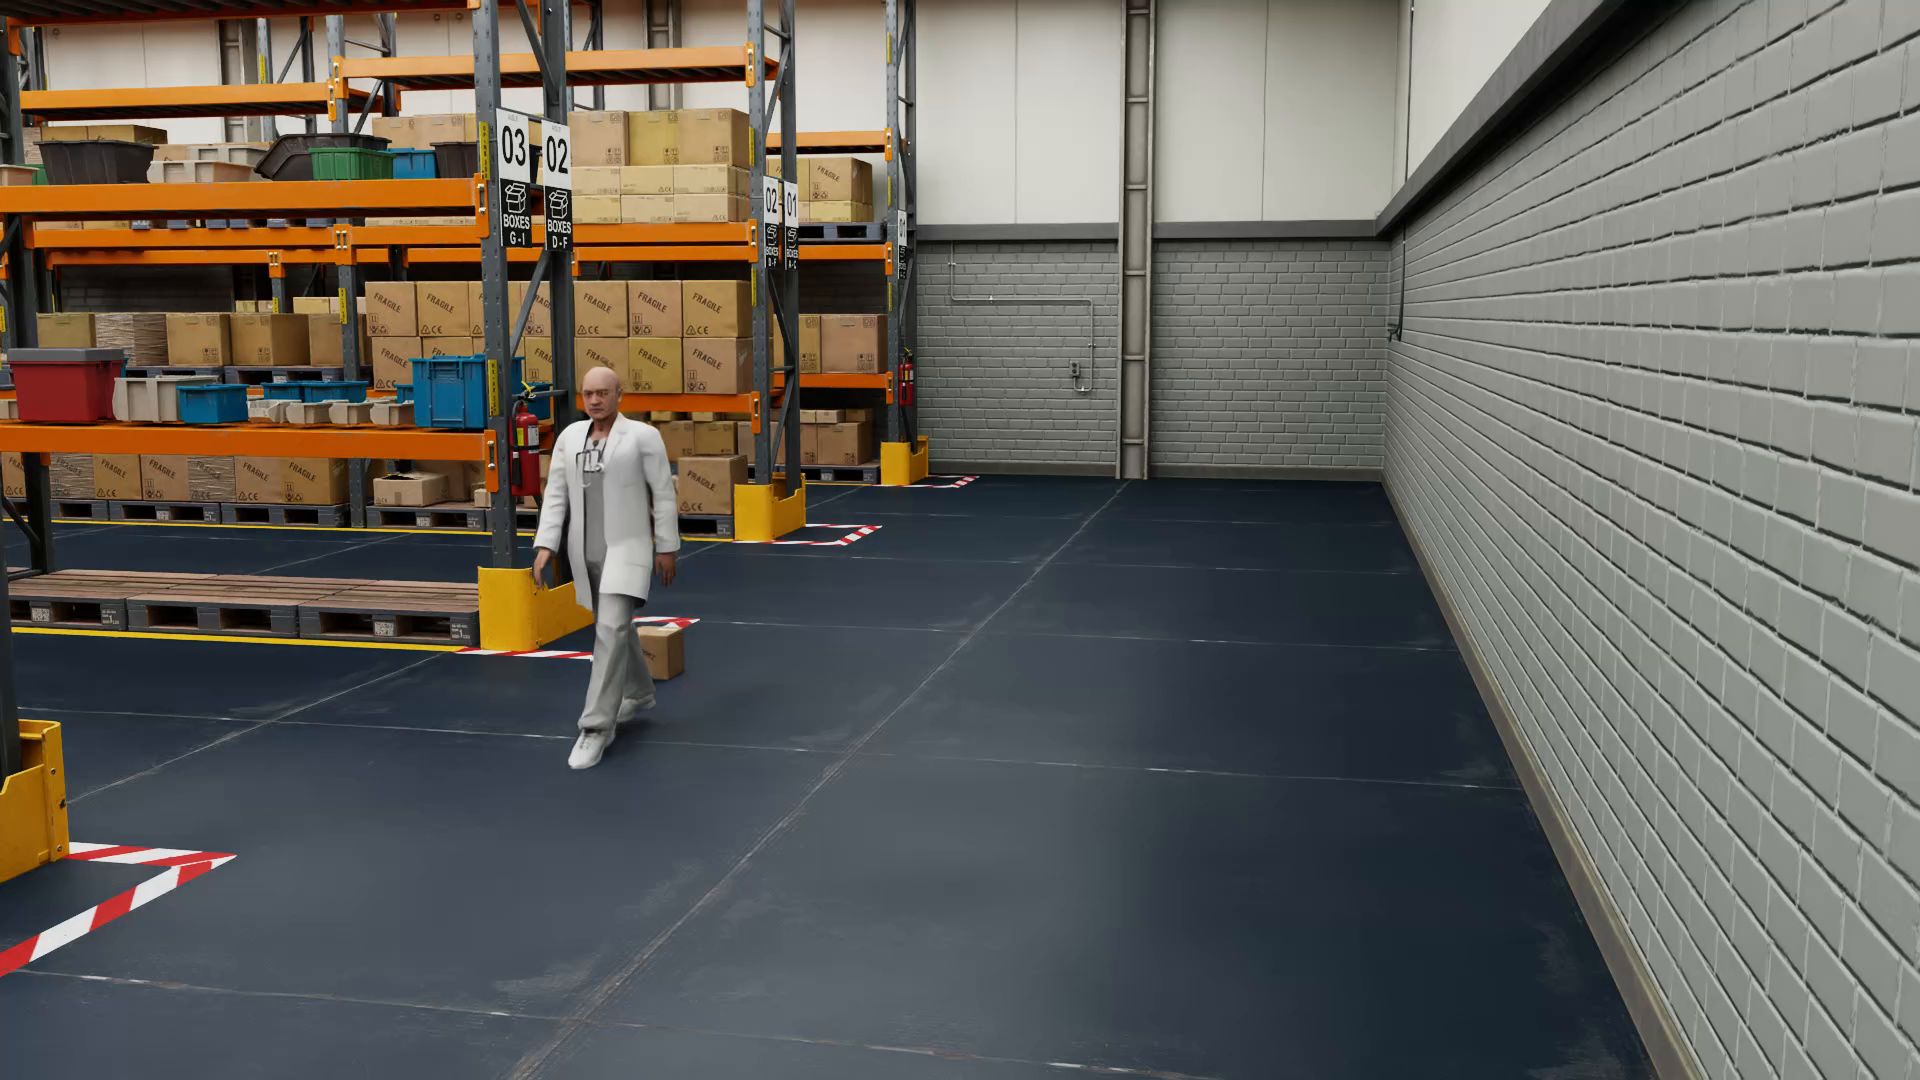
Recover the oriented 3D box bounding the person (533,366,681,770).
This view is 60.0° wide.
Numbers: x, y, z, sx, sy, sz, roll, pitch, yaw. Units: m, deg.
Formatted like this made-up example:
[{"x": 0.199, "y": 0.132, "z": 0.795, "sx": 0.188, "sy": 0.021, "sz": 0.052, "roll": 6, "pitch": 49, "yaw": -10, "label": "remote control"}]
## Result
[{"x": -1.659, "y": 0.087, "z": 7.788, "sx": 0.604, "sy": 1.791, "sz": 0.977, "roll": 3, "pitch": 8, "yaw": 19, "label": "person"}]
